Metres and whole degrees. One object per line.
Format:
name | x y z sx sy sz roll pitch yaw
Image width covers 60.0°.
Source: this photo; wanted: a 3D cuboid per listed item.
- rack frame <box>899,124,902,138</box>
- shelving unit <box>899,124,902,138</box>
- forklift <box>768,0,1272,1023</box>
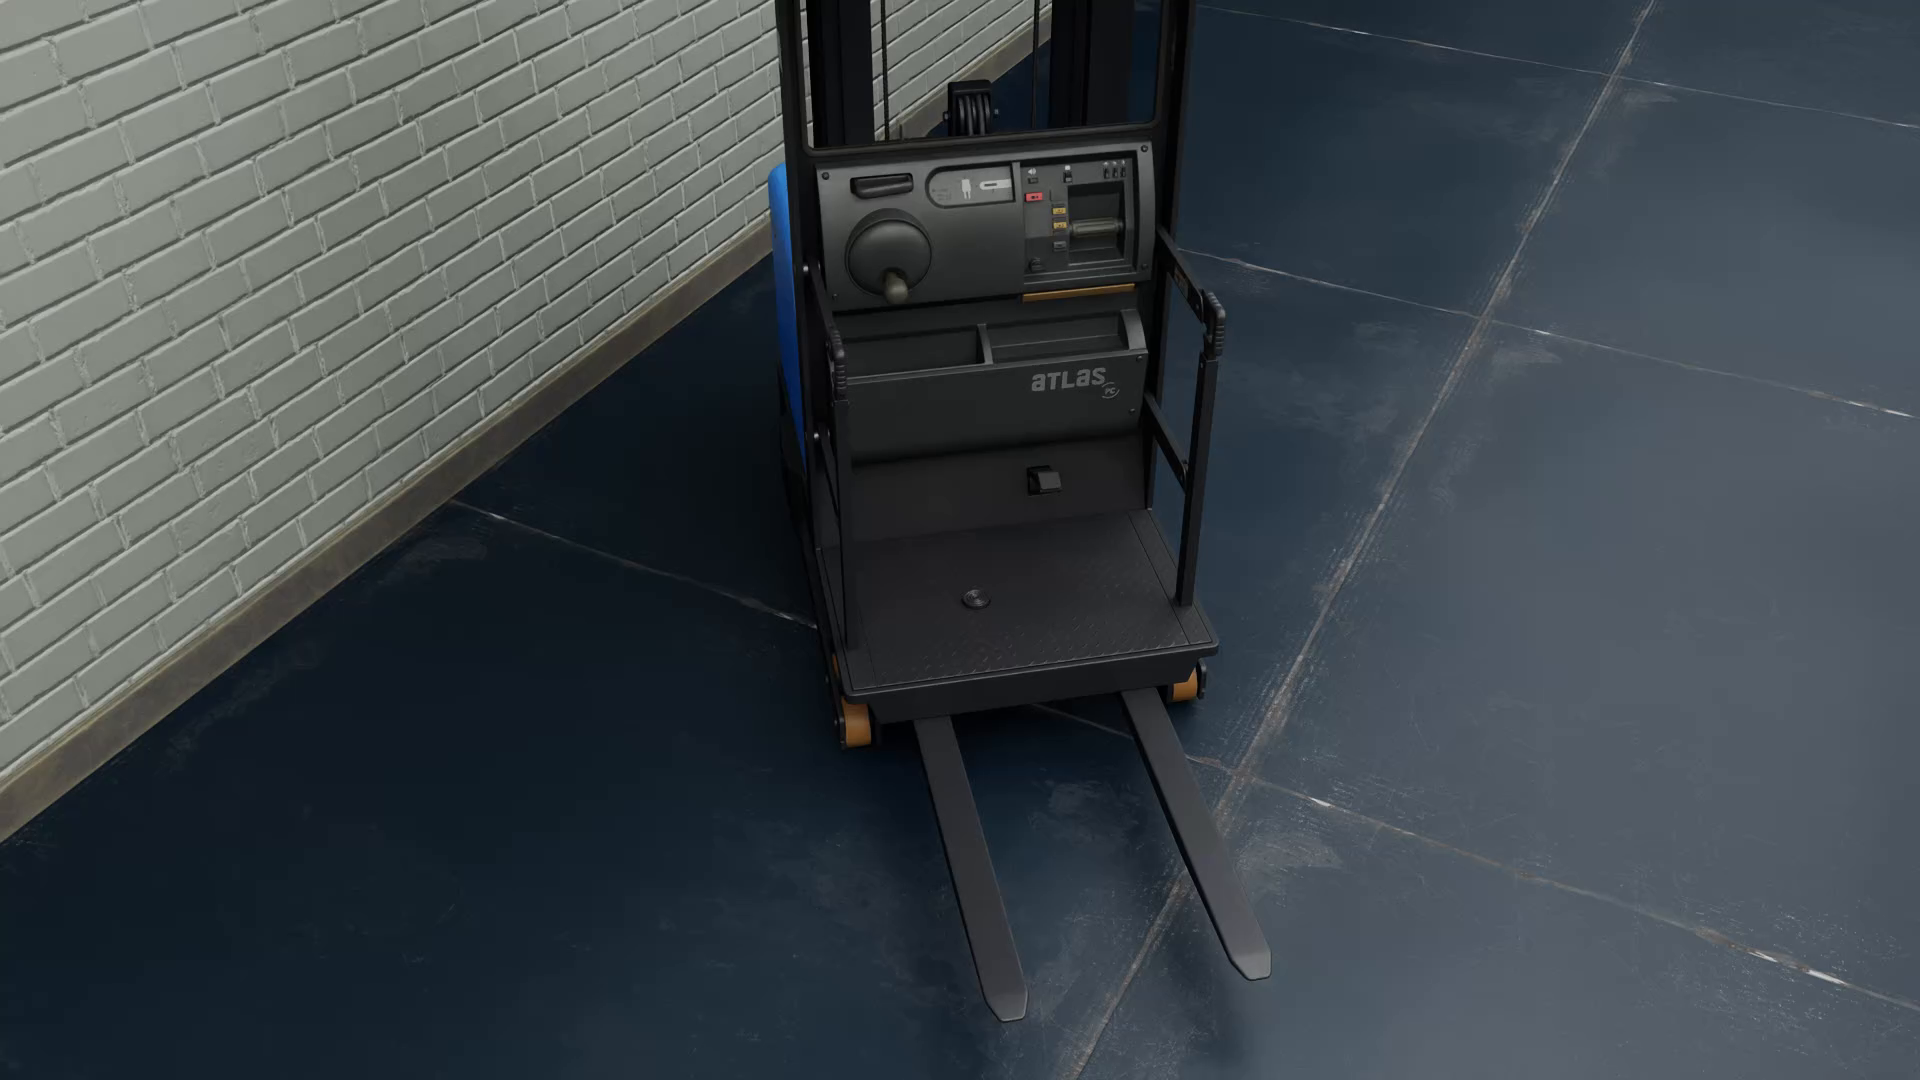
rack frame | -0.195 -1.022 6.228 0.008 1.050 0.200 -7 38 -10
shelving unit | -0.314 -1.007 6.208 0.252 1.050 0.215 -7 38 -10
forklift | 0.123 -0.798 4.377 1.130 2.935 3.031 -7 38 -9
